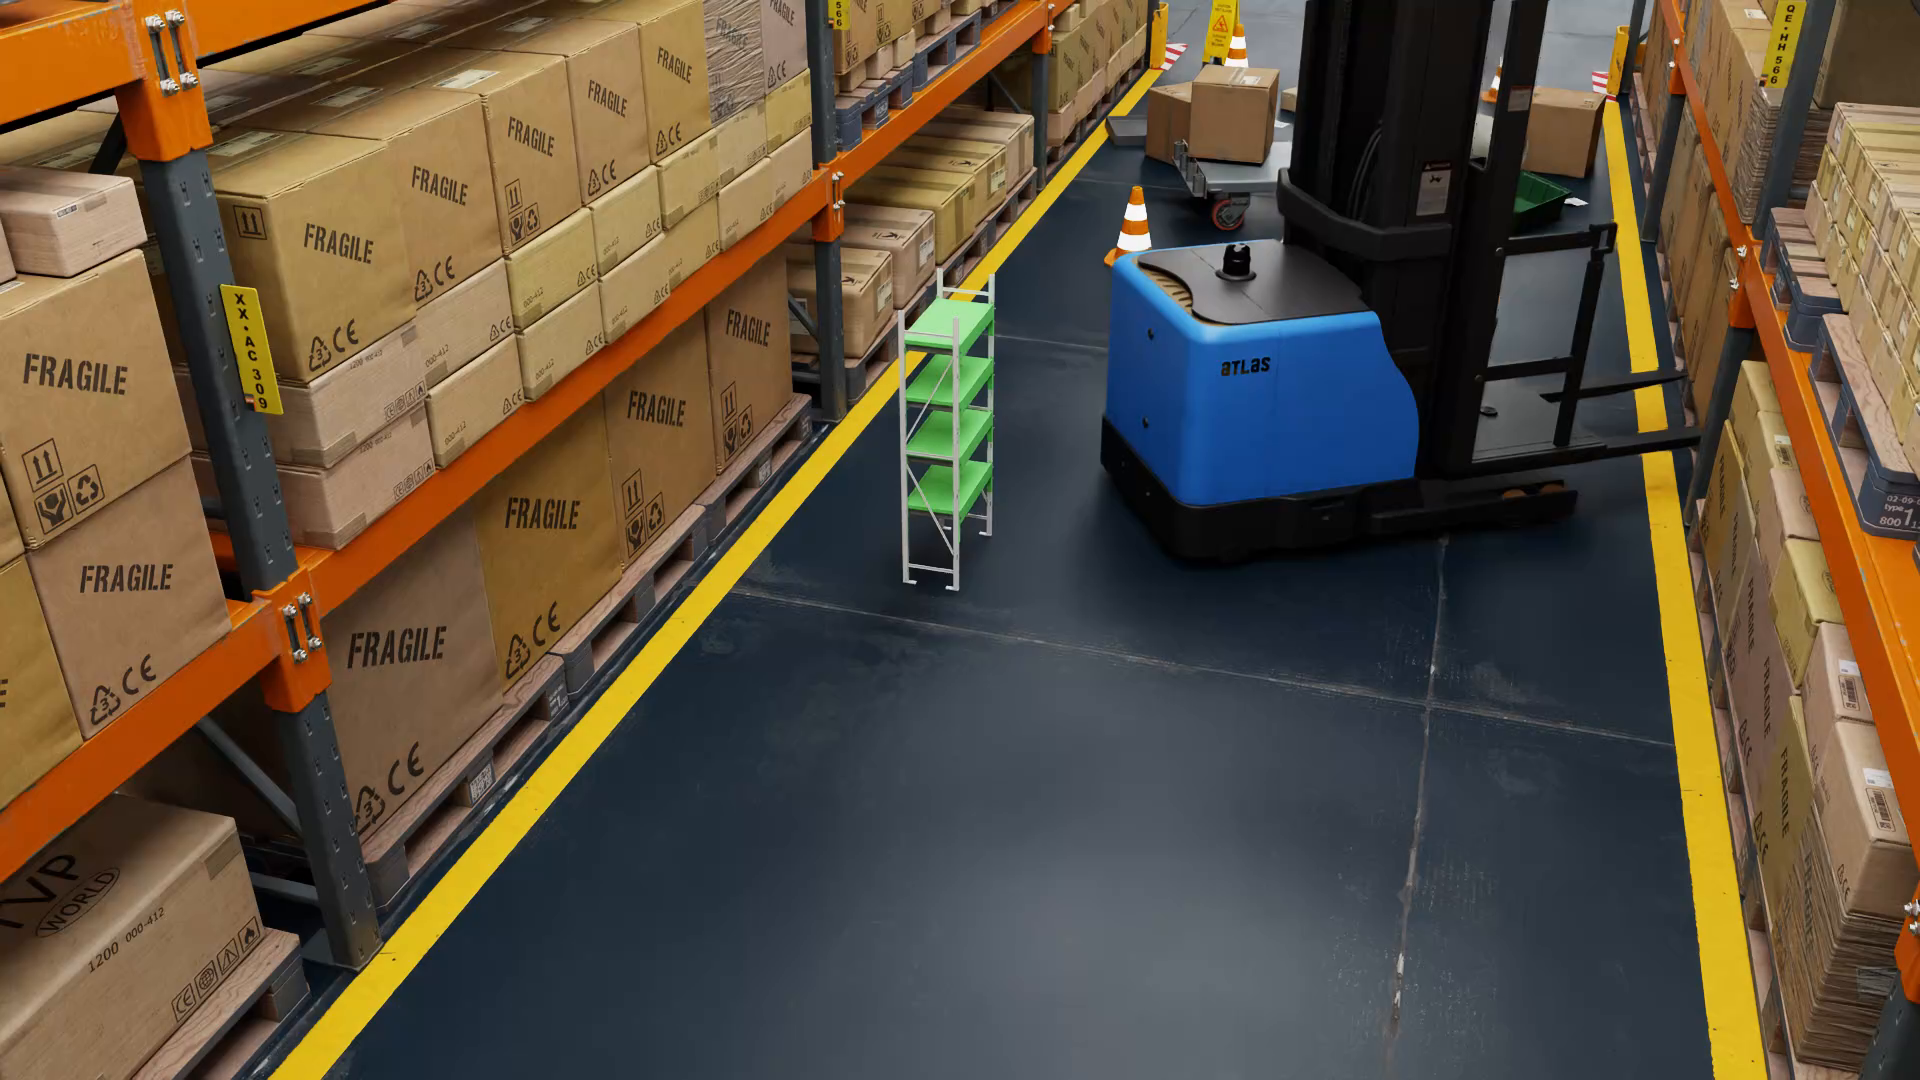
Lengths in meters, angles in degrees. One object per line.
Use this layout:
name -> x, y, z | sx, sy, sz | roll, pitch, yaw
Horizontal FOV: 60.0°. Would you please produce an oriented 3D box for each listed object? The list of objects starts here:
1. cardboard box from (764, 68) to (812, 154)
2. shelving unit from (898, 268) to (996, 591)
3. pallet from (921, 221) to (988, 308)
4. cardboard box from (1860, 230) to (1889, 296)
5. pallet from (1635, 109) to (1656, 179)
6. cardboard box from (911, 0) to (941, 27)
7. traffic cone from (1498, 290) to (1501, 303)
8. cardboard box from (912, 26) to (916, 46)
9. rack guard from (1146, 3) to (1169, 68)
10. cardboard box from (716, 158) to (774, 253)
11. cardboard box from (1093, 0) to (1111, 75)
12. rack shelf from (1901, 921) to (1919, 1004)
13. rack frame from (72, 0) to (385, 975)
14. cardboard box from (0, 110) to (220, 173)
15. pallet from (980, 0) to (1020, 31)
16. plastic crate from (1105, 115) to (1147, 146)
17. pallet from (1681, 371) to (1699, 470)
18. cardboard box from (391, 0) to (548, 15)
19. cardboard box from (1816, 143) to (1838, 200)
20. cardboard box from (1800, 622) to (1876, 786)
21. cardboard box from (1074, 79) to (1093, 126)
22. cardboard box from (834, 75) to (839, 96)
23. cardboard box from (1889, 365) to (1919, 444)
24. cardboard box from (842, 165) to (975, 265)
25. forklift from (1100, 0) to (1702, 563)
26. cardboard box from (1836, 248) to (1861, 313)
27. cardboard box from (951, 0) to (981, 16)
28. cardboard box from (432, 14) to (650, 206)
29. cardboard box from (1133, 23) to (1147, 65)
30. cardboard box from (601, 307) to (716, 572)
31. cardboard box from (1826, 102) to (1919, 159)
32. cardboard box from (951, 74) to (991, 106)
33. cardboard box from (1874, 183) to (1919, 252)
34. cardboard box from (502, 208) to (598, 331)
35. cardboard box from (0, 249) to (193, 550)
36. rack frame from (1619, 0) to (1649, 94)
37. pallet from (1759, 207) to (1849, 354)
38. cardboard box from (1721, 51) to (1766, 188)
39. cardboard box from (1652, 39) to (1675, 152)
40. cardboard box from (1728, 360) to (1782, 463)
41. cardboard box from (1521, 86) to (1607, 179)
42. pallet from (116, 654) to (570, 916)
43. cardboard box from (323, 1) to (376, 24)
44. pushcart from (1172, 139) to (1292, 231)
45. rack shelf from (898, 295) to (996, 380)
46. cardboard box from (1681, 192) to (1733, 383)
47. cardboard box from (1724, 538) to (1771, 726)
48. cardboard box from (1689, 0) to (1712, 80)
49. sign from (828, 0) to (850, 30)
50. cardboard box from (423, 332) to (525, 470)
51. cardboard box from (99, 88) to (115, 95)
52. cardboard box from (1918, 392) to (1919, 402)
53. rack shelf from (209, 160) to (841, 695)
cardboard box -> -0.965, -1.873, 7.171 | 0.500, 0.250, 0.500 | 8, 30, 15
shelving unit -> -0.049, -0.447, 6.820 | 0.258, 1.200, 0.503 | 8, 30, 15
pallet -> -0.475, -1.691, 10.072 | 1.003, 0.211, 1.213 | 8, 30, 15
cardboard box -> 3.062, -0.846, 5.205 | 0.380, 0.149, 0.250 | 9, 30, 15
pallet -> 5.525, -2.873, 12.197 | 1.003, 0.211, 1.213 | 8, 30, 15
cardboard box -> -0.416, -3.005, 8.726 | 0.500, 0.500, 0.500 | 9, 30, 16
traffic cone -> 3.033, -1.664, 9.766 | 0.336, 0.463, 0.334 | 8, 30, 15
cardboard box -> -0.456, -2.674, 8.799 | 0.380, 0.149, 0.250 | 10, 31, 18
rack guard -> 1.260, -4.571, 14.953 | 1.175, 0.500, 0.348 | 8, 30, 15
cardboard box -> -1.101, -1.404, 6.842 | 0.500, 0.250, 0.500 | 9, 30, 16
cardboard box -> 0.840, -3.876, 12.758 | 0.500, 0.500, 0.500 | 10, 31, 17
rack shelf -> 1.935, 1.781, 1.703 | 1.077, 0.370, 4.000 | 8, 30, 15
rack frame -> -2.240, -0.122, 4.384 | 1.000, 3.000, 0.127 | 8, 30, 15
cardboard box -> -2.348, -0.846, 4.554 | 0.500, 0.500, 0.500 | 9, 30, 16
pallet -> -0.255, -3.422, 10.513 | 1.003, 0.211, 1.213 | 8, 30, 15
plastic crate -> 1.353, -3.177, 12.878 | 0.402, 0.080, 0.583 | -1, 29, -3
pallet -> 4.000, -0.459, 7.857 | 1.003, 0.211, 1.213 | 8, 30, 15
cardboard box -> -1.747, -1.797, 6.264 | 0.500, 0.500, 0.500 | 9, 30, 16
cardboard box -> 3.362, -1.329, 6.075 | 0.380, 0.149, 0.250 | 10, 31, 17
cardboard box -> 2.663, 0.499, 4.635 | 0.500, 0.250, 0.500 | 10, 31, 17
cardboard box -> 0.686, -3.307, 12.506 | 0.500, 0.250, 0.500 | 10, 31, 18
cardboard box -> -0.792, -2.179, 7.908 | 0.380, 0.149, 0.250 | 7, 30, 12
cardboard box -> 2.829, -0.355, 4.629 | 0.380, 0.149, 0.250 | 10, 31, 17
cardboard box -> -0.453, -1.973, 9.982 | 0.950, 0.372, 0.625 | 10, 30, 17
forklift -> 2.230, -1.575, 7.066 | 3.031, 2.935, 1.130 | -8, 30, -14
cardboard box -> 3.137, -0.840, 5.502 | 0.380, 0.149, 0.250 | 10, 31, 17
cardboard box -> -0.092, -3.163, 9.677 | 0.380, 0.149, 0.250 | 8, 30, 15
cardboard box -> -1.417, -1.480, 5.694 | 0.500, 0.500, 0.500 | 8, 30, 14
cardboard box -> 1.296, -4.256, 14.211 | 0.500, 0.250, 0.500 | 8, 30, 15
cardboard box -> -1.613, -0.513, 6.840 | 0.875, 0.875, 0.875 | 9, 30, 15
cardboard box -> 3.374, -1.466, 6.015 | 0.380, 0.149, 0.250 | 9, 30, 15
cardboard box -> 0.026, -3.463, 12.014 | 0.500, 0.500, 0.500 | 8, 30, 14
cardboard box -> 3.067, -0.981, 5.142 | 0.380, 0.149, 0.250 | 10, 31, 17
cardboard box -> -1.541, -0.916, 5.452 | 0.500, 0.250, 0.500 | 9, 30, 16
cardboard box -> -2.114, -0.344, 3.652 | 0.500, 0.500, 0.500 | 8, 30, 14
rack frame -> 6.044, -5.039, 13.223 | 1.000, 3.000, 0.127 | 8, 30, 15
pallet -> 3.589, -0.891, 5.964 | 1.213, 0.211, 1.003 | 8, 30, 15
cardboard box -> 3.719, -1.845, 7.377 | 0.500, 0.500, 0.500 | 8, 30, 15
cardboard box -> 5.383, -3.137, 11.558 | 0.875, 0.875, 0.875 | 9, 30, 15
cardboard box -> 3.262, -0.455, 6.350 | 0.500, 0.250, 0.500 | 7, 30, 13
cardboard box -> 4.345, -2.957, 12.049 | 0.500, 0.500, 0.500 | 14, 32, 23
pallet -> -2.085, 0.727, 5.726 | 1.003, 0.211, 1.213 | 8, 30, 15
cardboard box -> -4.678, -4.222, 13.121 | 0.500, 0.250, 0.500 | 9, 30, 16
pushcart -> 2.303, -2.392, 11.162 | 1.648, 0.377, 0.936 | -1, 29, -3
rack shelf -> -0.049, -0.811, 6.618 | 0.258, 0.148, 0.480 | 8, 30, 15
cardboard box -> 4.214, -1.199, 8.202 | 1.050, 0.750, 0.750 | 9, 30, 16
cardboard box -> 2.954, 0.353, 5.669 | 0.500, 0.500, 0.500 | 8, 30, 14
cardboard box -> 4.311, -2.784, 9.065 | 0.500, 0.500, 0.500 | 9, 30, 15
sign -> -0.534, -2.409, 7.304 | 0.100, 0.325, 0.005 | 8, 30, 15
cardboard box -> -1.708, -0.464, 5.153 | 0.500, 0.250, 0.500 | 8, 30, 14
cardboard box -> -5.234, -2.739, 11.099 | 0.875, 0.625, 0.625 | 7, 30, 13
cardboard box -> 2.756, -0.366, 4.342 | 0.380, 0.149, 0.250 | 7, 30, 12
rack shelf -> -1.653, -0.737, 6.230 | 1.077, 0.370, 4.000 | 8, 30, 15
